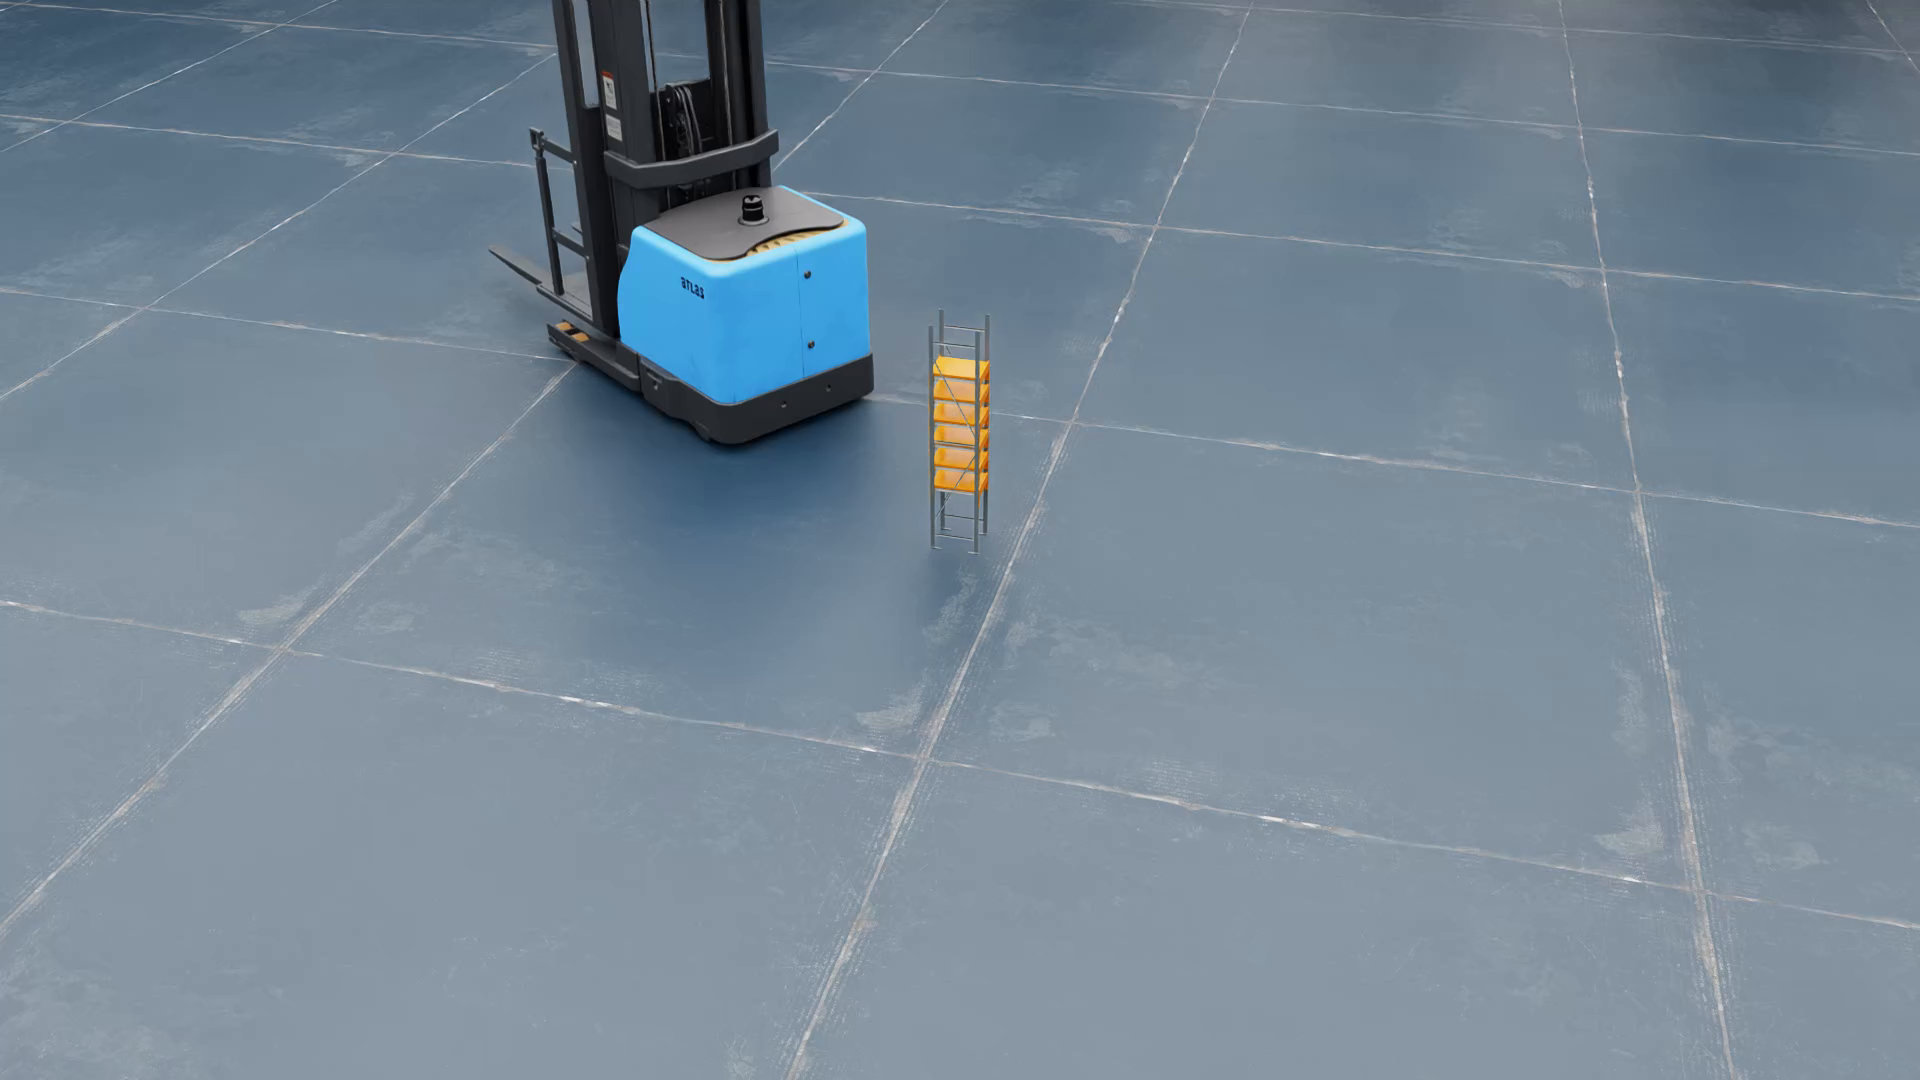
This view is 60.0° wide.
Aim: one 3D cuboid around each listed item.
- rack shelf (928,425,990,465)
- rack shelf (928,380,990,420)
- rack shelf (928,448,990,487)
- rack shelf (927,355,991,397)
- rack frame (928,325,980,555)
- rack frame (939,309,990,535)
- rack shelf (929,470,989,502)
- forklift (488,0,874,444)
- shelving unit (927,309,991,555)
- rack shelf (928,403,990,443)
[{"bbox_3d":[-0.004,-0.461,7.940,0.258,0.103,0.180,8,33,12],"label":"rack shelf"},{"bbox_3d":[-0.004,-0.664,7.811,0.258,0.103,0.180,8,33,12],"label":"rack shelf"},{"bbox_3d":[-0.004,-0.360,8.005,0.258,0.103,0.180,8,33,12],"label":"rack shelf"},{"bbox_3d":[-0.004,-0.765,7.747,0.258,0.103,0.180,8,33,12],"label":"rack shelf"},{"bbox_3d":[-0.027,-0.451,7.842,0.240,1.200,0.006,8,33,12],"label":"rack frame"},{"bbox_3d":[0.020,-0.546,7.991,0.240,1.200,0.006,8,33,12],"label":"rack frame"},{"bbox_3d":[-0.004,-0.259,8.069,0.258,0.103,0.180,8,33,12],"label":"rack shelf"},{"bbox_3d":[-1.834,-2.463,9.393,1.130,2.935,3.031,-25,40,-34],"label":"forklift"},{"bbox_3d":[-0.004,-0.499,7.916,0.258,1.200,0.189,8,33,12],"label":"shelving unit"},{"bbox_3d":[-0.004,-0.563,7.876,0.258,0.103,0.180,8,33,12],"label":"rack shelf"}]
